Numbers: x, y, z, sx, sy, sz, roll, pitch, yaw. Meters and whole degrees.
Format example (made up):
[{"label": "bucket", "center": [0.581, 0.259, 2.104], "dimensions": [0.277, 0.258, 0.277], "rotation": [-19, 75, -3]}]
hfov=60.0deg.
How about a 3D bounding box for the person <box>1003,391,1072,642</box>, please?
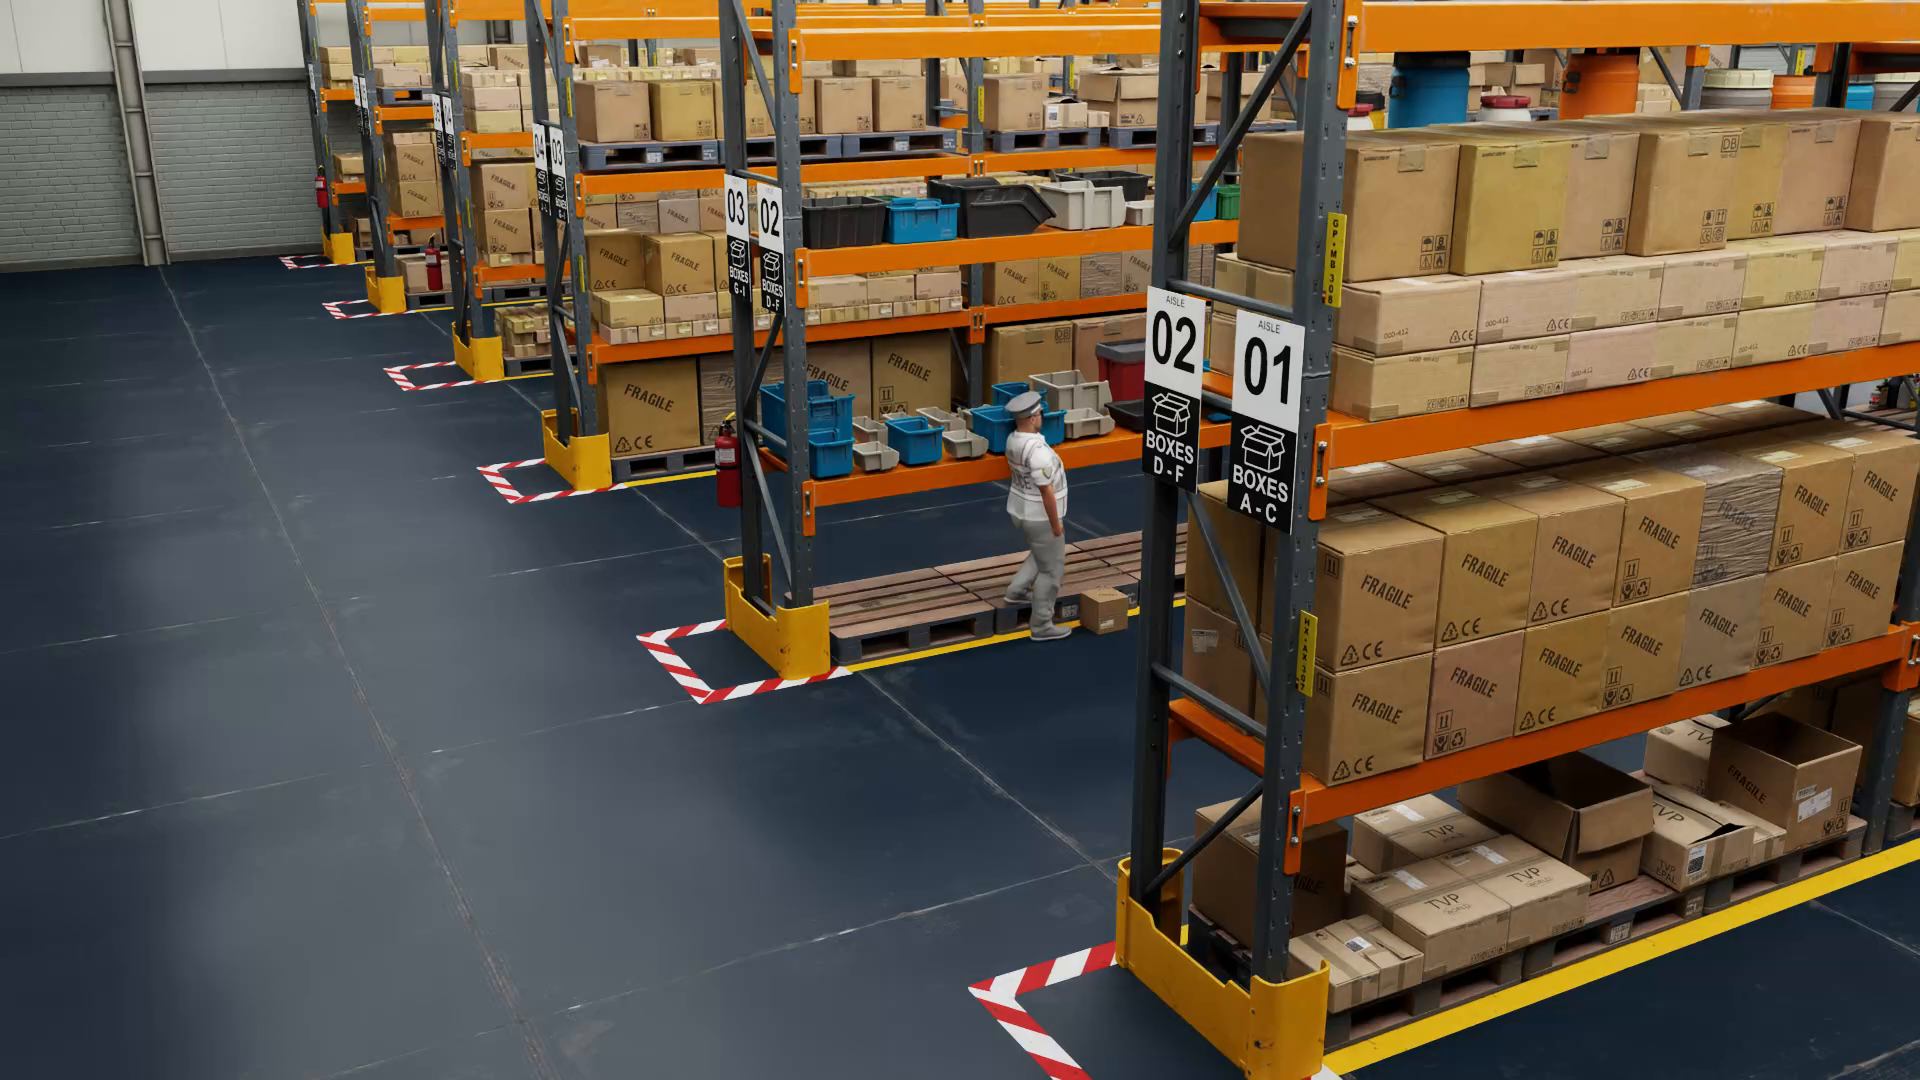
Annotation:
[{"label": "person", "center": [0.561, -0.183, 11.578], "dimensions": [0.524, 1.754, 0.526], "rotation": [-9, 20, -25]}]
